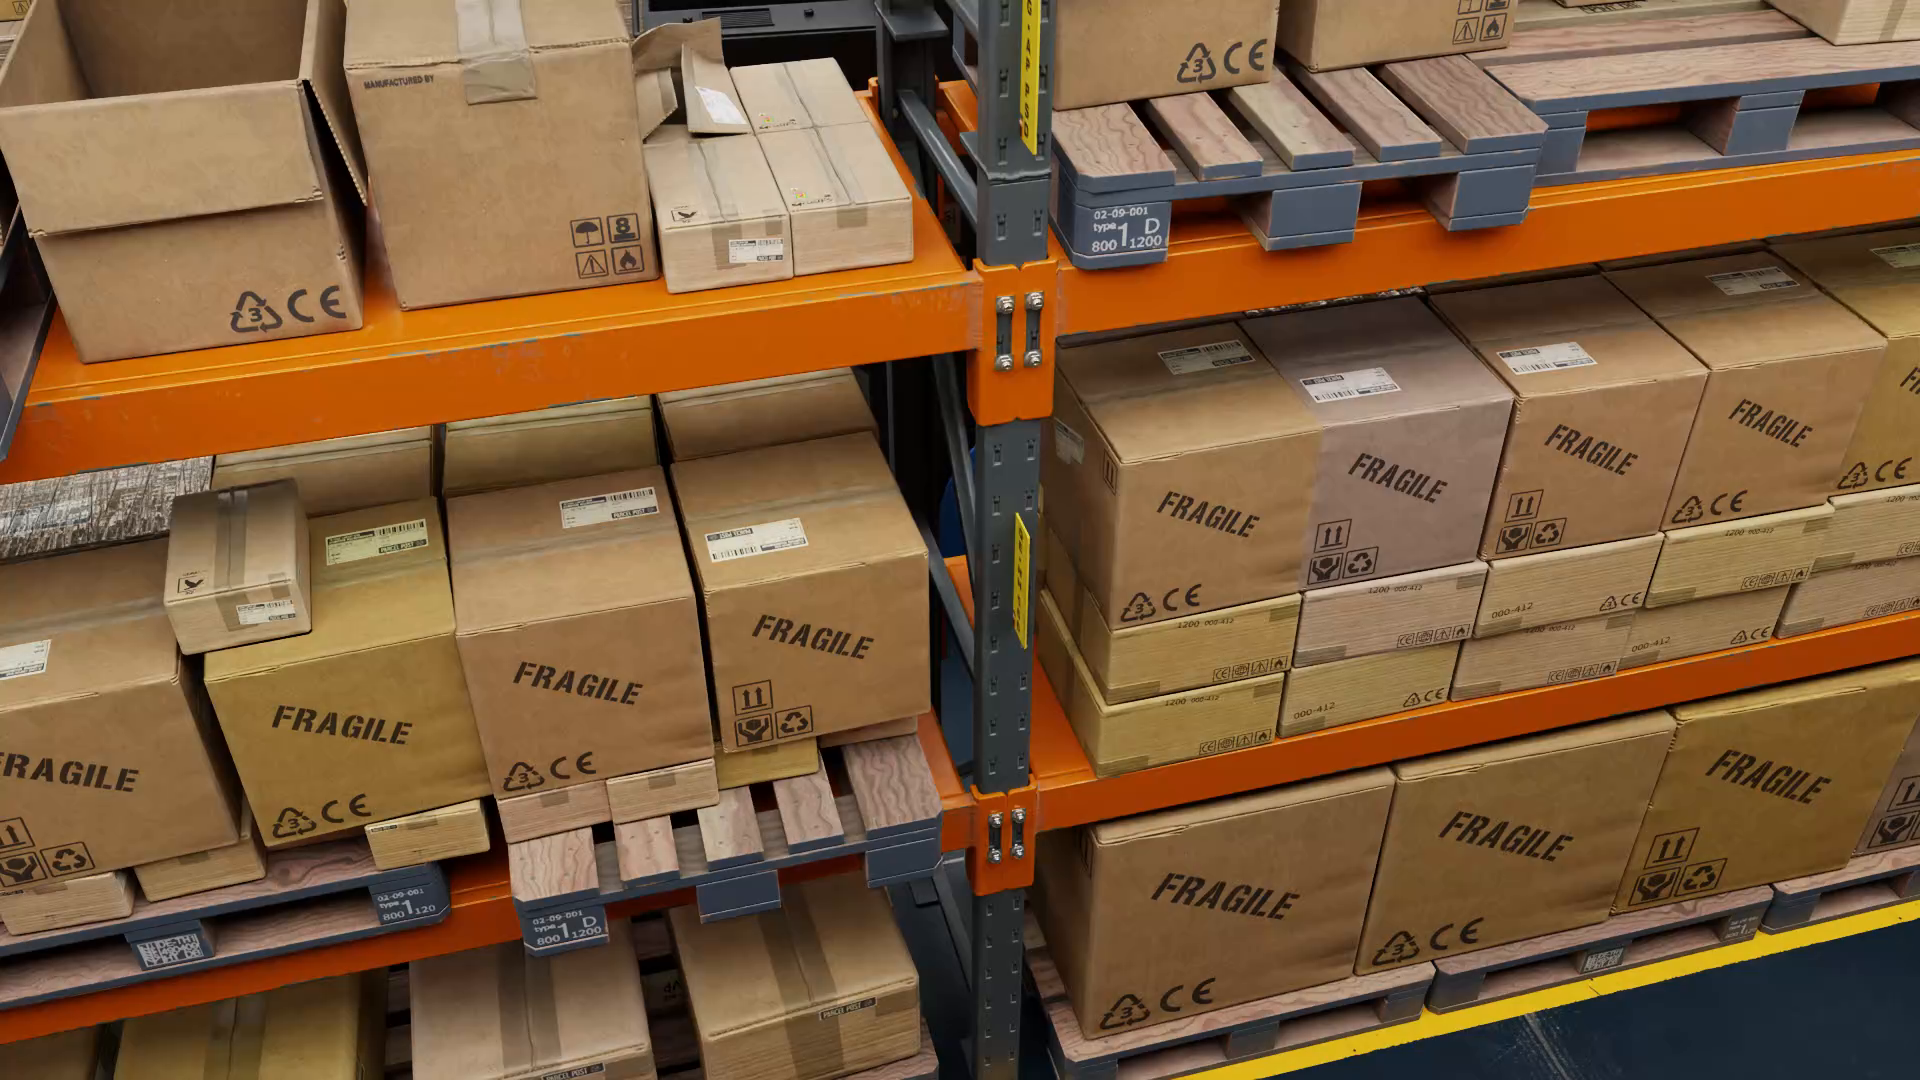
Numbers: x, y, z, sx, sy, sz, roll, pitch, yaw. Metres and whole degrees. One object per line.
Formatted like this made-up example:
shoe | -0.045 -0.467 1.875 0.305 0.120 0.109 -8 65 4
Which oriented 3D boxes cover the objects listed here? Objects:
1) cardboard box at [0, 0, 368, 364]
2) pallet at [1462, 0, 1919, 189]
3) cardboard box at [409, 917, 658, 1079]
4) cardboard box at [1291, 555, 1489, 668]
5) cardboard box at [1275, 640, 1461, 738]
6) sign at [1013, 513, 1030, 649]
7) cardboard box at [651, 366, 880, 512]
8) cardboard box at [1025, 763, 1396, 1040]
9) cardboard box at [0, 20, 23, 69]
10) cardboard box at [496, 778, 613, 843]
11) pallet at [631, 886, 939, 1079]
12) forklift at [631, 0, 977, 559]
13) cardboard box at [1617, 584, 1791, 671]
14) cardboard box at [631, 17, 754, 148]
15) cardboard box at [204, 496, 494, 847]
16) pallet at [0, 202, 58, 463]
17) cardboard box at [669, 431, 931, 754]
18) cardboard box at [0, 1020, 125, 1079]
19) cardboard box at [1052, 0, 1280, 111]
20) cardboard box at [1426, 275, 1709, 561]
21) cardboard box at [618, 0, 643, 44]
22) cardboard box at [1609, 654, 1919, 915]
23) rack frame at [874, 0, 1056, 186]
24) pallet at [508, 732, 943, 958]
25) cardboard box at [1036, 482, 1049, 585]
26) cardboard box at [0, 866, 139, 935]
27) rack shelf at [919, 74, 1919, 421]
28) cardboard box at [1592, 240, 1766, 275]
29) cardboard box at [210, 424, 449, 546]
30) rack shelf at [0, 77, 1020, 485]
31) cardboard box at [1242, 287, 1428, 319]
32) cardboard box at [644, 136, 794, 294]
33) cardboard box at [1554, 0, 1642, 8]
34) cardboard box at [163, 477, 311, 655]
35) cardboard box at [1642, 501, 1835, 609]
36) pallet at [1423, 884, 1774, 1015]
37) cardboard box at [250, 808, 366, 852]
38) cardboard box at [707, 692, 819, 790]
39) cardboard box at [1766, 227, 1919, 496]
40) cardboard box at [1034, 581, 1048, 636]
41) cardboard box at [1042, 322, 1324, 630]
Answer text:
cardboard box | -1.478 -0.768 3.231 0.637 0.503 0.797 -9 38 -12
pallet | 1.674 -1.222 4.066 1.213 0.211 1.003 -8 38 -10
cardboard box | -1.271 1.288 4.914 0.625 0.372 0.950 -10 39 -13
cardboard box | 1.040 0.050 4.427 0.500 0.250 0.500 -8 38 -11
cardboard box | 1.016 0.244 4.586 0.500 0.250 0.500 -10 39 -13
sign | 0.137 0.094 3.770 0.005 0.325 0.100 -9 38 -12
cardboard box | -0.508 -0.183 4.348 0.500 0.500 0.500 -10 39 -13
cardboard box | 0.675 0.822 5.109 0.875 0.875 0.875 -10 38 -12
cardboard box | -4.198 -2.093 7.436 0.500 0.500 0.500 -9 38 -12
cardboard box | -0.985 0.515 3.969 0.250 0.149 0.380 -11 39 -14
pallet | -0.768 1.436 5.198 1.213 0.211 1.003 -9 38 -12
forklift | -0.618 -1.101 6.277 3.031 2.935 1.130 -6 38 -8
cardboard box | 2.000 0.084 4.795 0.500 0.250 0.500 -9 38 -12
cardboard box | -0.608 -0.941 3.654 0.258 0.266 0.396 -9 38 -12
cardboard box | -1.363 0.285 3.735 0.500 0.500 0.500 -12 39 -15
pallet | -2.251 -0.479 3.093 1.003 0.211 1.213 -9 38 -12
cardboard box | -0.379 0.116 3.956 0.500 0.500 0.500 -10 39 -13
cardboard box | -2.676 1.516 4.616 0.625 0.372 0.950 -7 38 -9
cardboard box | 0.312 -1.341 3.635 0.637 0.503 0.797 -12 39 -15
cardboard box | 1.507 -0.323 4.298 0.500 0.500 0.500 -8 38 -11
cardboard box | -1.766 -2.492 7.957 0.500 0.500 0.500 -9 38 -12
cardboard box | 2.401 0.542 5.475 0.875 0.875 0.875 -8 38 -11
rack frame | -0.013 -2.177 2.689 0.127 3.000 1.000 -9 38 -12
pallet | -0.673 0.458 4.341 1.003 0.211 1.213 -9 38 -12
cardboard box | 0.388 -0.159 4.701 0.500 0.250 0.500 -9 38 -12
cardboard box | -1.993 0.680 3.753 0.250 0.149 0.380 -8 38 -10
rack shelf | 1.918 -1.016 4.233 4.000 0.370 1.077 -9 38 -12
cardboard box | 1.883 -0.703 4.795 0.500 0.500 0.500 -10 39 -13
cardboard box | -1.520 -0.008 4.119 0.500 0.500 0.500 -9 38 -11
rack shelf | -1.944 -0.383 3.405 4.000 0.370 1.077 -9 38 -12
cardboard box | 0.911 -0.552 4.598 0.500 0.500 0.500 -9 38 -11
cardboard box | -0.500 -0.668 3.393 0.250 0.149 0.380 -9 38 -12
cardboard box | 1.613 -1.641 4.030 0.500 0.500 0.500 -9 38 -12
cardboard box | -1.519 0.048 3.511 0.250 0.149 0.380 -11 39 -14
cardboard box | 2.017 -0.094 4.616 0.500 0.250 0.500 -9 38 -11
pallet | 1.943 1.042 5.714 1.213 0.211 1.003 -9 38 -12
cardboard box | -1.522 0.533 3.946 0.250 0.149 0.380 -9 38 -12
cardboard box | -0.508 0.414 4.101 0.250 0.149 0.380 -9 38 -11
cardboard box | 2.491 -0.491 4.518 0.500 0.500 0.500 -8 38 -11
cardboard box | 0.407 0.033 4.861 0.500 0.250 0.500 -11 39 -14
cardboard box | 0.527 -0.166 4.092 0.500 0.500 0.500 -11 39 -13
